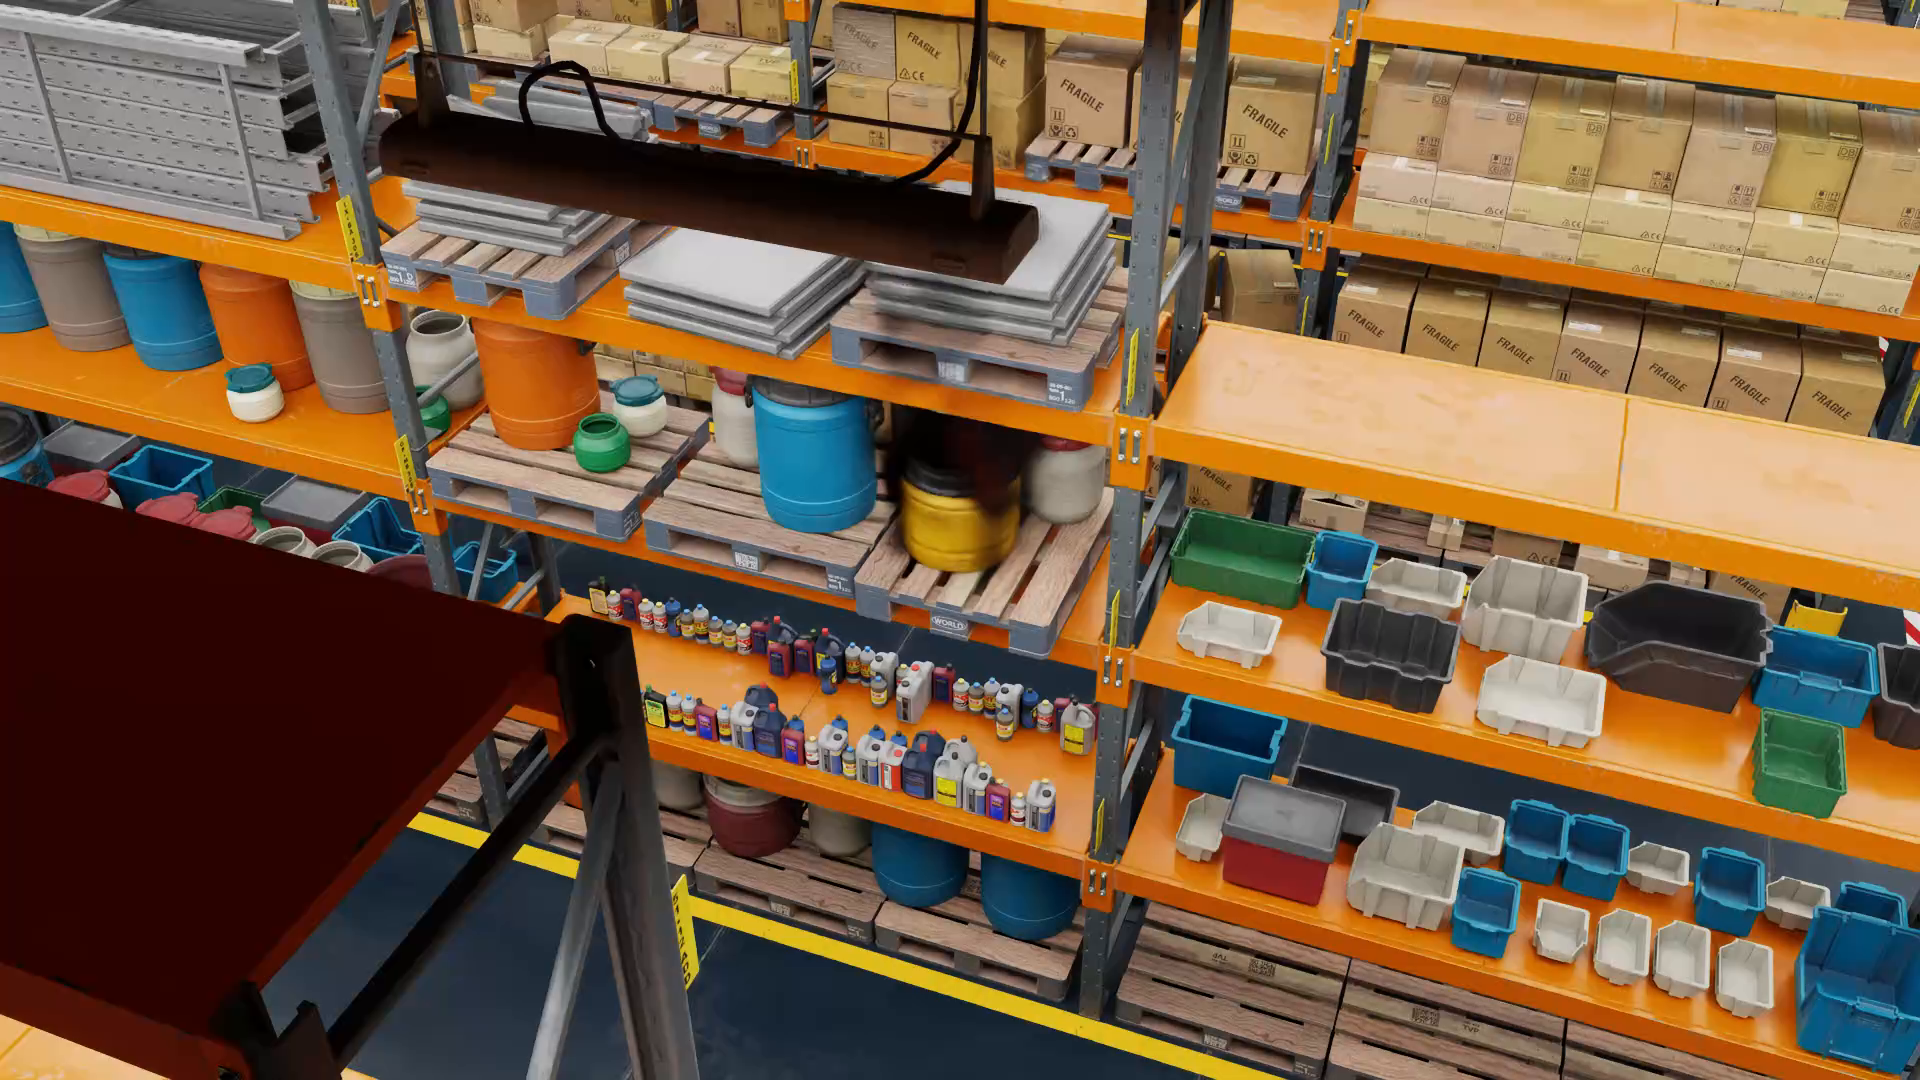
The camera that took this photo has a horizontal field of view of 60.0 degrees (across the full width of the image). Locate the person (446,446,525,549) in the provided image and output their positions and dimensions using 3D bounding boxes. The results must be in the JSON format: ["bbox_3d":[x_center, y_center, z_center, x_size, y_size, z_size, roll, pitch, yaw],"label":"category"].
[{"bbox_3d":[-3.901,-0.590,12.716,0.983,1.706,0.667,11,38,14],"label":"person"}]
